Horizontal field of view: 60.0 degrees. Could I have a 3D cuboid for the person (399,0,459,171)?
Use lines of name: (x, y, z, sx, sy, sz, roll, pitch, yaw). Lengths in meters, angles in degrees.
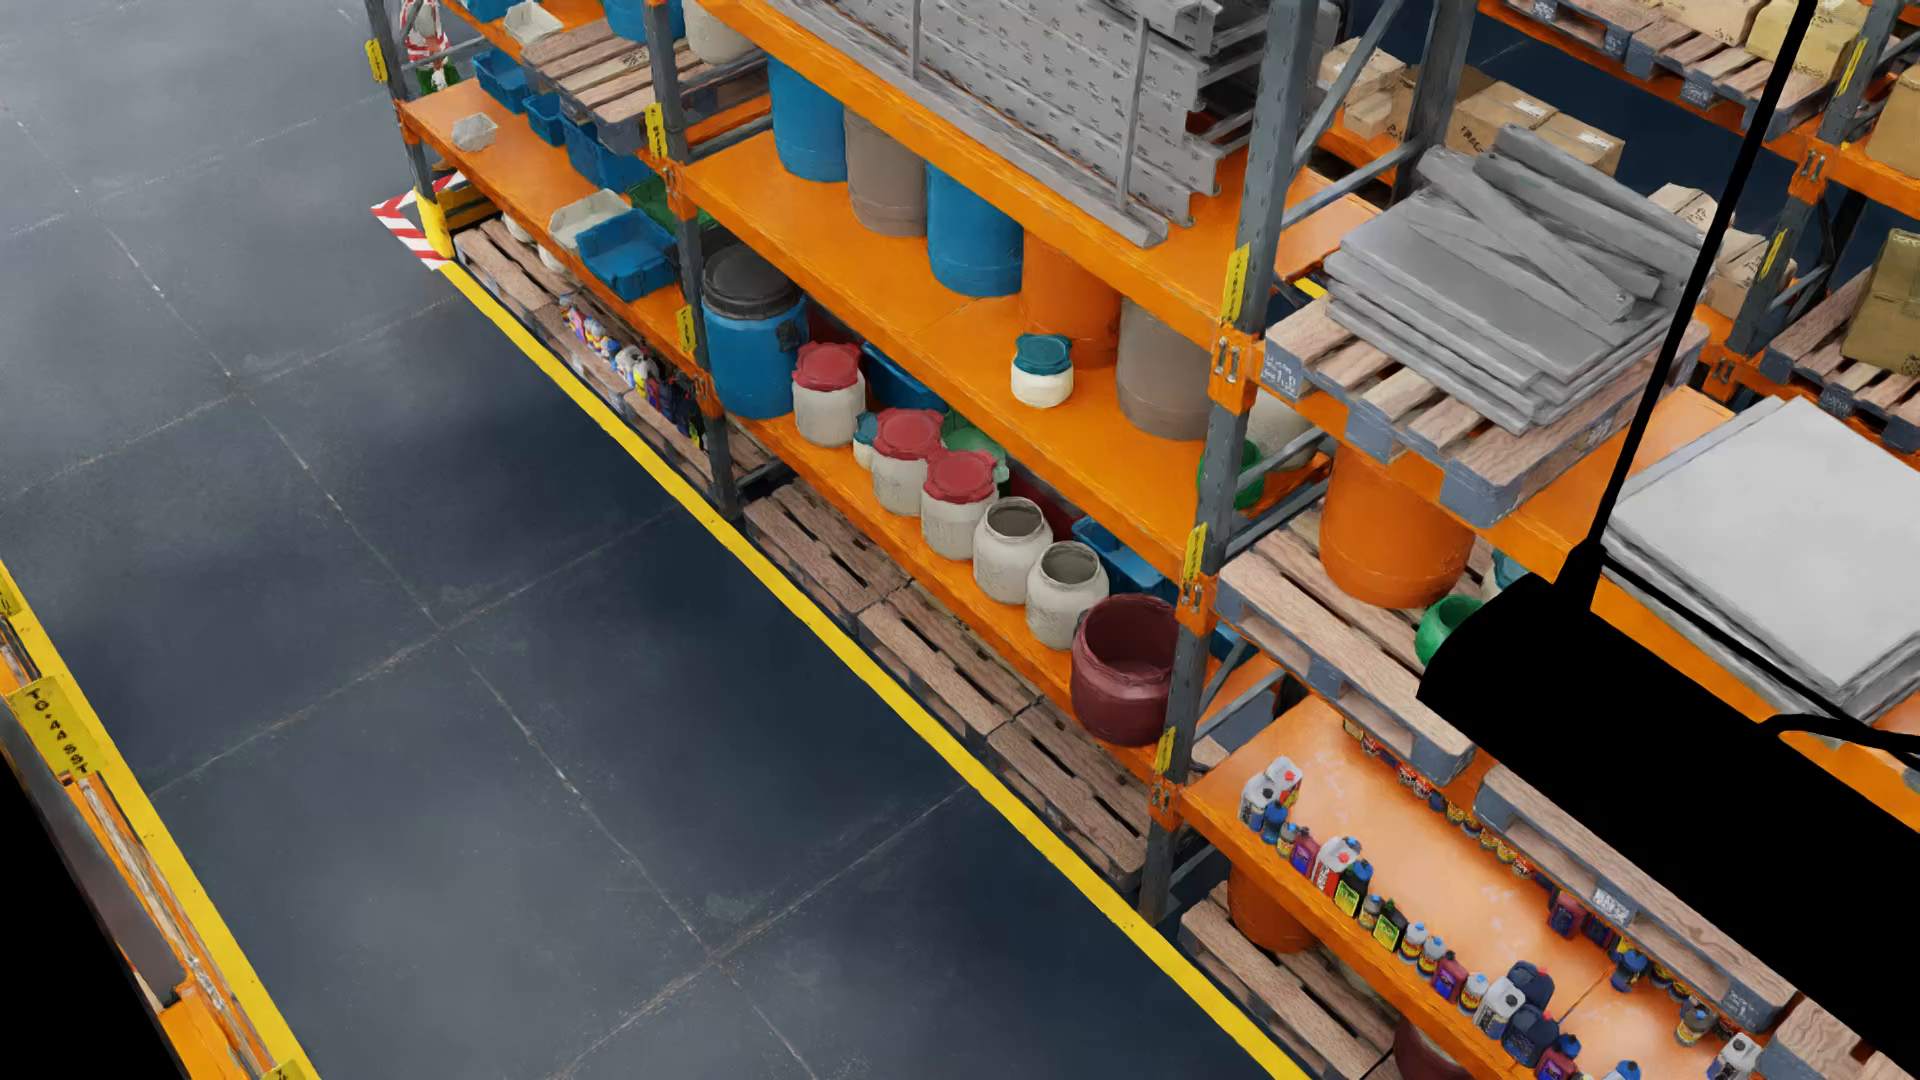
person: (-4.249, -3.922, 13.474, 0.455, 1.792, 0.686, -4, 47, -4)
